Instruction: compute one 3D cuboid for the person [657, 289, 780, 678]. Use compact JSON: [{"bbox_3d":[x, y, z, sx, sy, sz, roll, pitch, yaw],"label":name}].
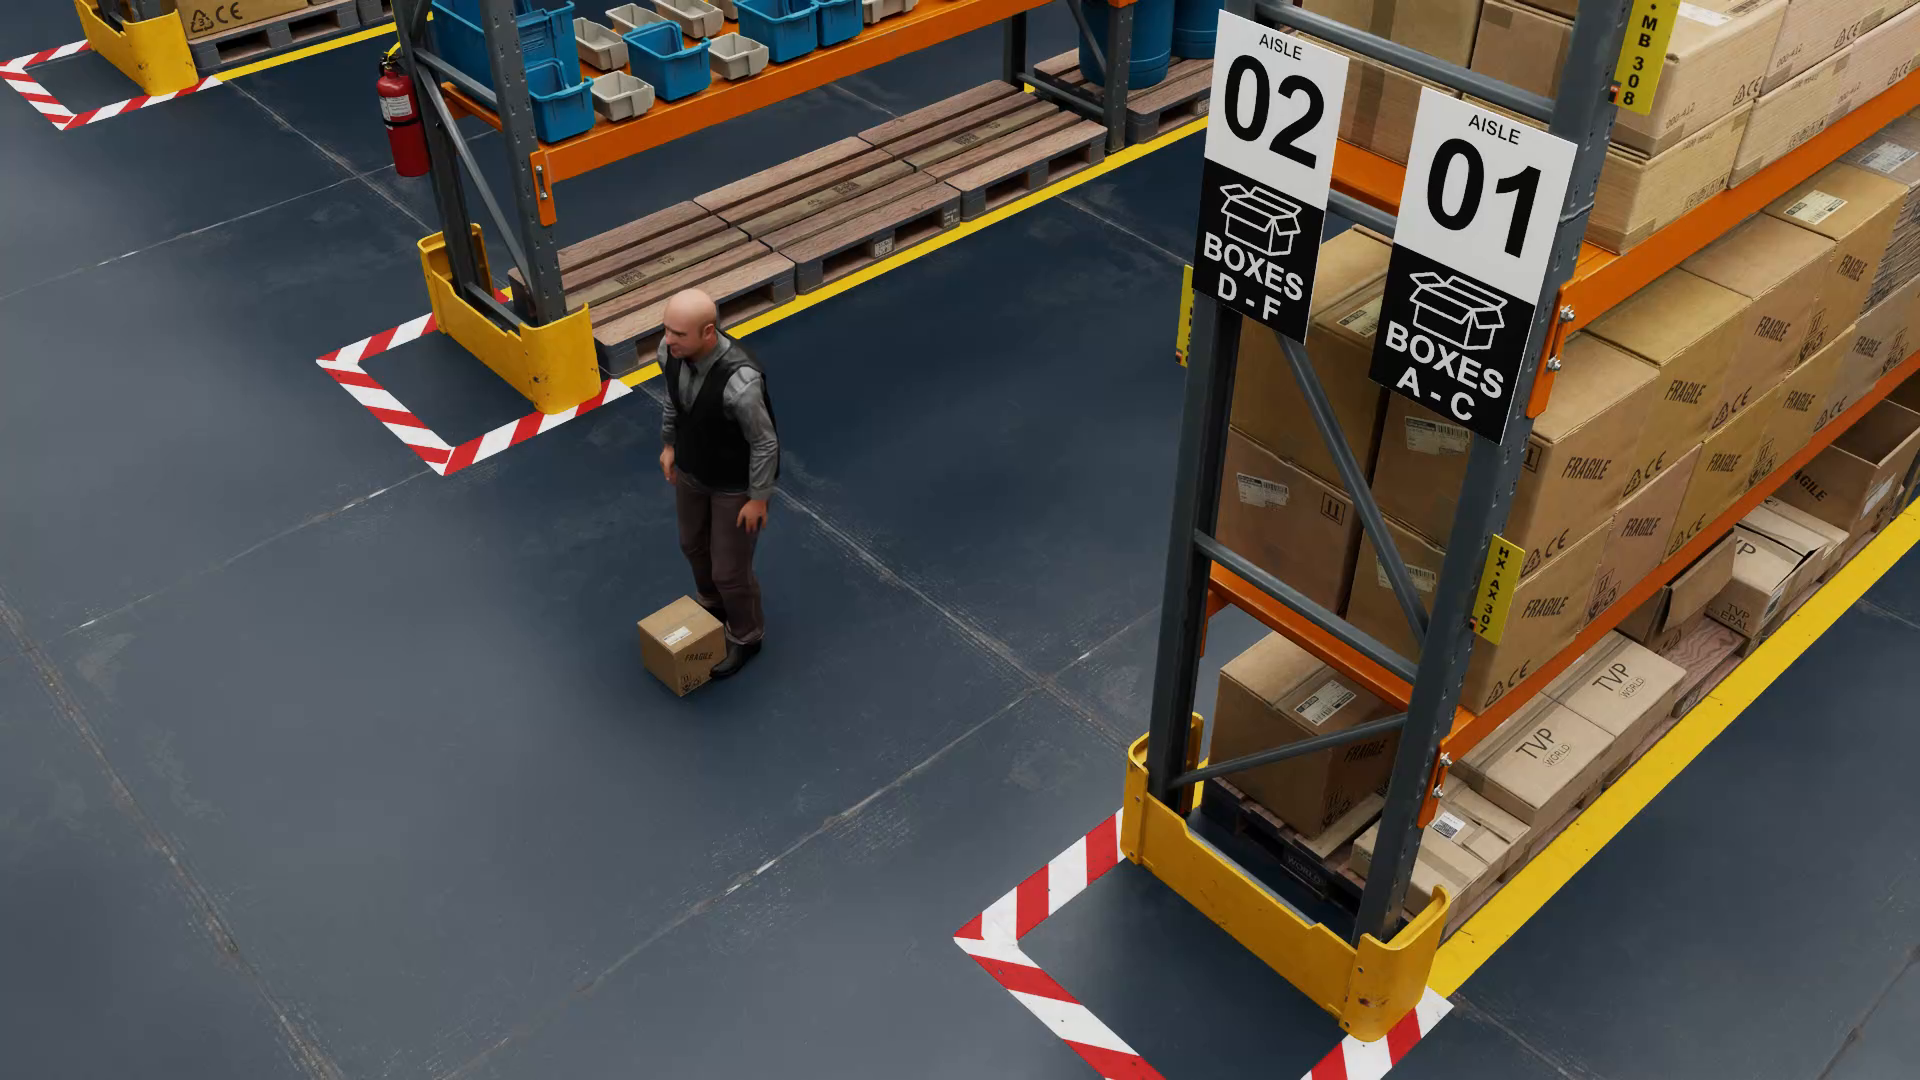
[{"bbox_3d":[-0.943,-0.243,6.468,0.594,1.721,0.469,32,49,33],"label":"person"}]
